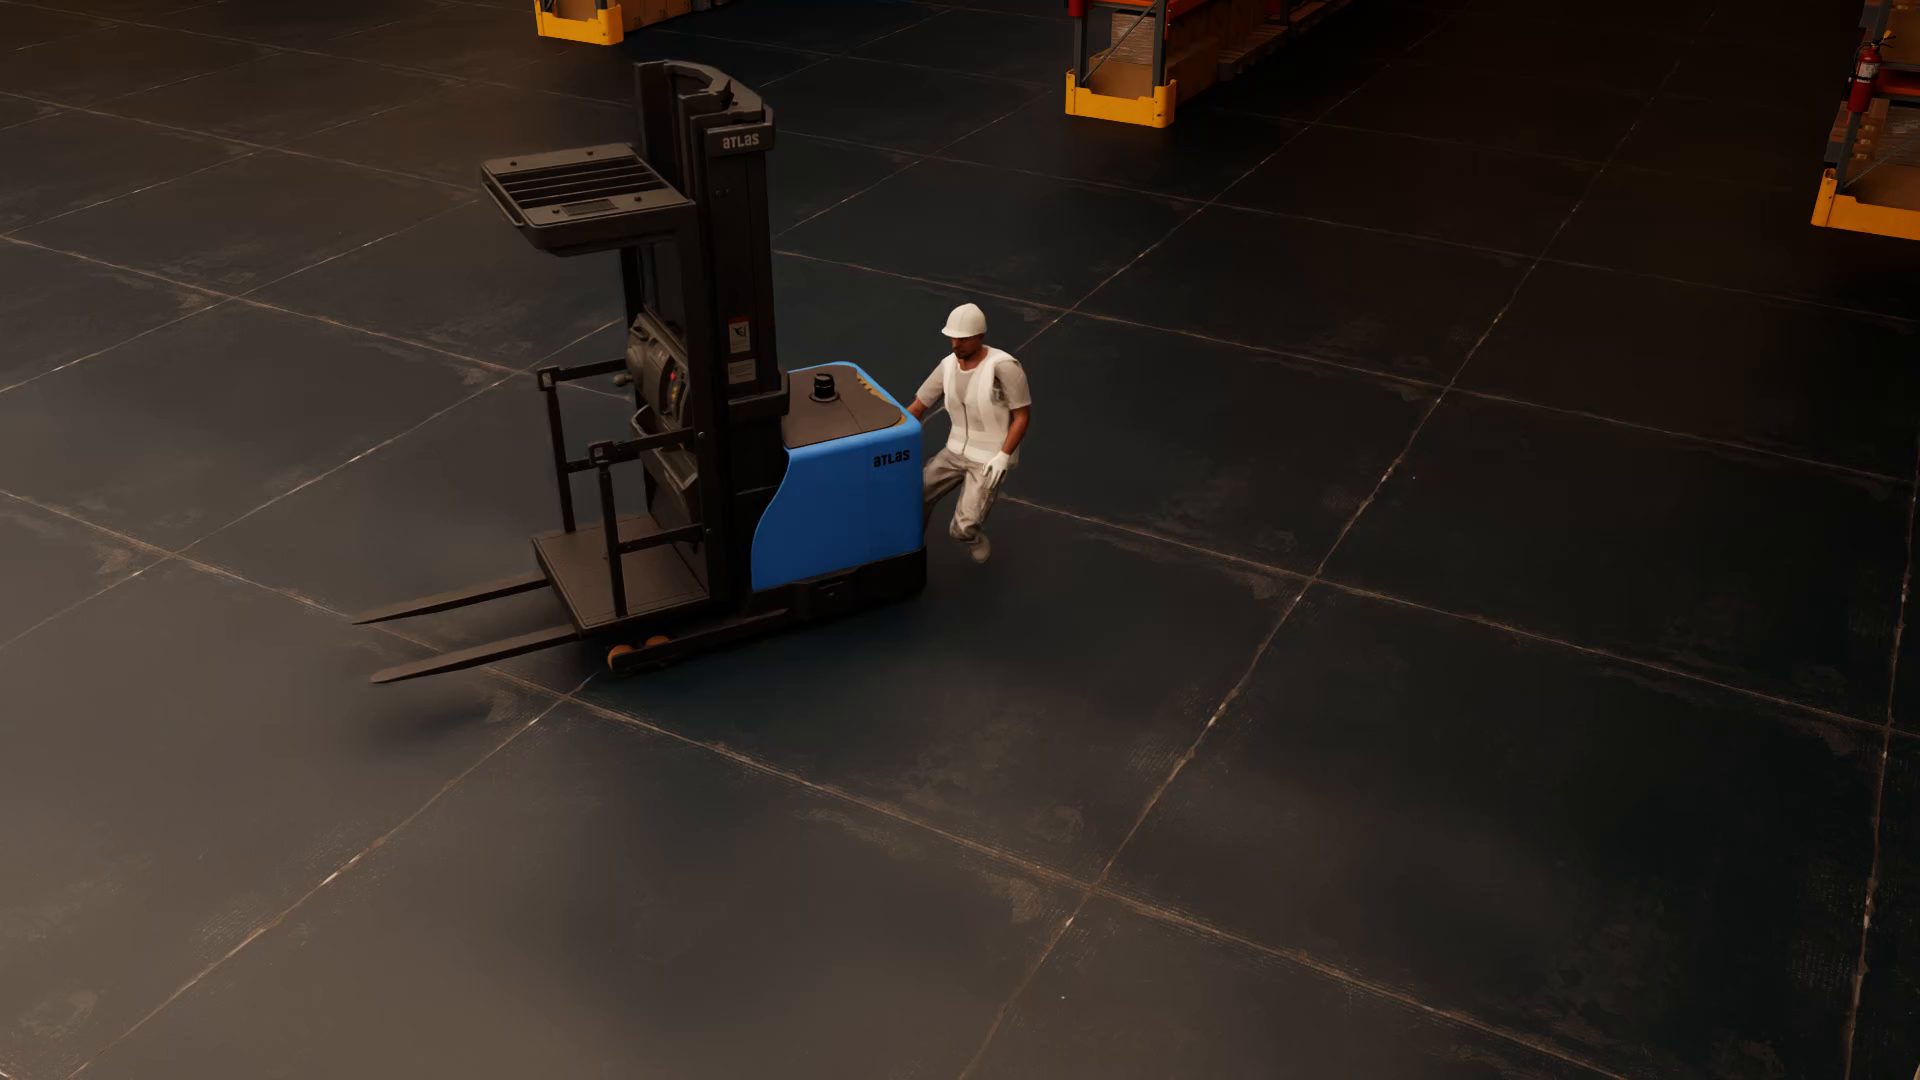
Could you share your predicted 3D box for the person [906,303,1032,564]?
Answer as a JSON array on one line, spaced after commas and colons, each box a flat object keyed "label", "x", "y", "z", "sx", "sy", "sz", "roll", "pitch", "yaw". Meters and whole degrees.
[{"label": "person", "x": -0.060, "y": -0.461, "z": 9.150, "sx": 0.786, "sy": 1.672, "sz": 0.717, "roll": 25, "pitch": 38, "yaw": 36}]

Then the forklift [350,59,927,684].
[{"label": "forklift", "x": -1.742, "y": -0.852, "z": 8.546, "sx": 3.031, "sy": 2.935, "sz": 1.130, "roll": -14, "pitch": 33, "yaw": -23}]
